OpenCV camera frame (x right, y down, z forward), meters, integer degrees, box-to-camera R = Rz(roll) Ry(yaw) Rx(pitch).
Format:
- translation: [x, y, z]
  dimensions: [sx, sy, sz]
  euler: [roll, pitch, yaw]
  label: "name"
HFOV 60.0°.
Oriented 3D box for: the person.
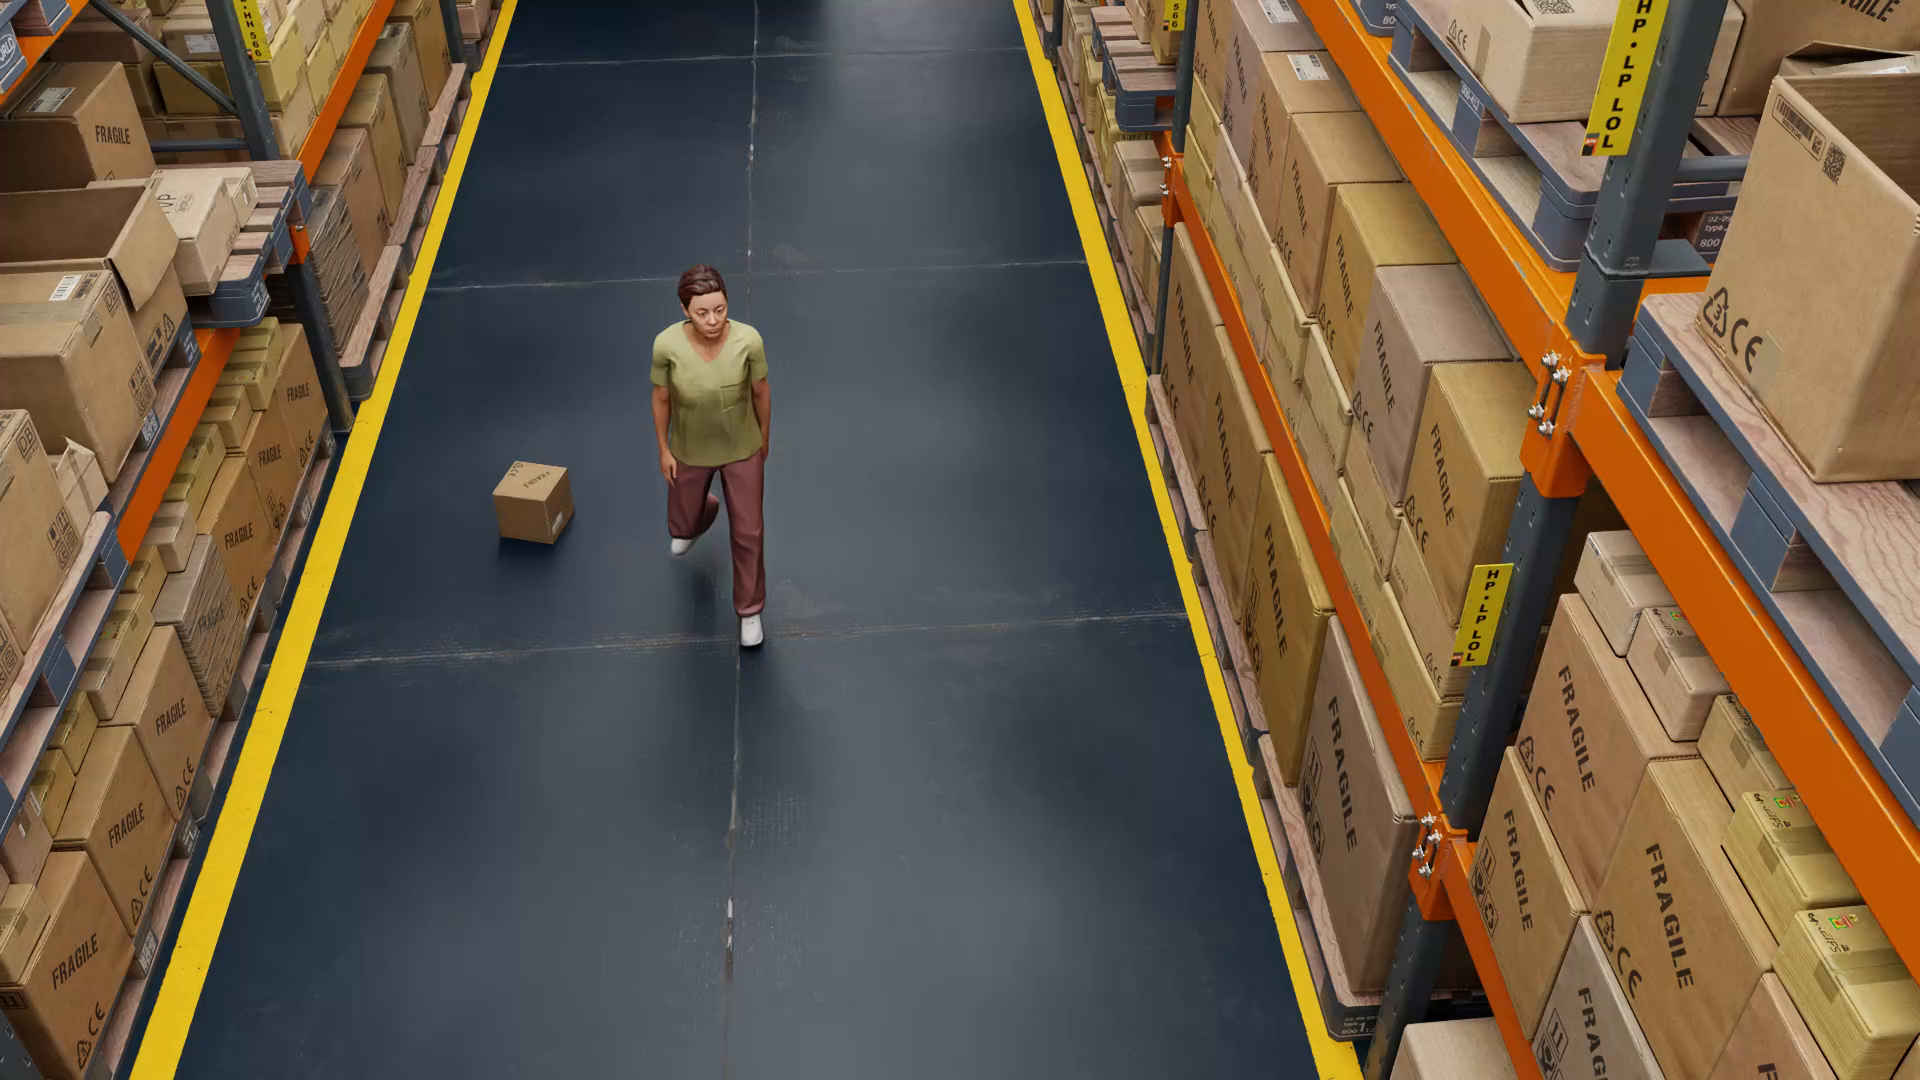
- translation: [-0.986, -0.403, 6.621]
  dimensions: [0.488, 1.661, 0.732]
  euler: [-5, 40, -6]
  label: "person"
